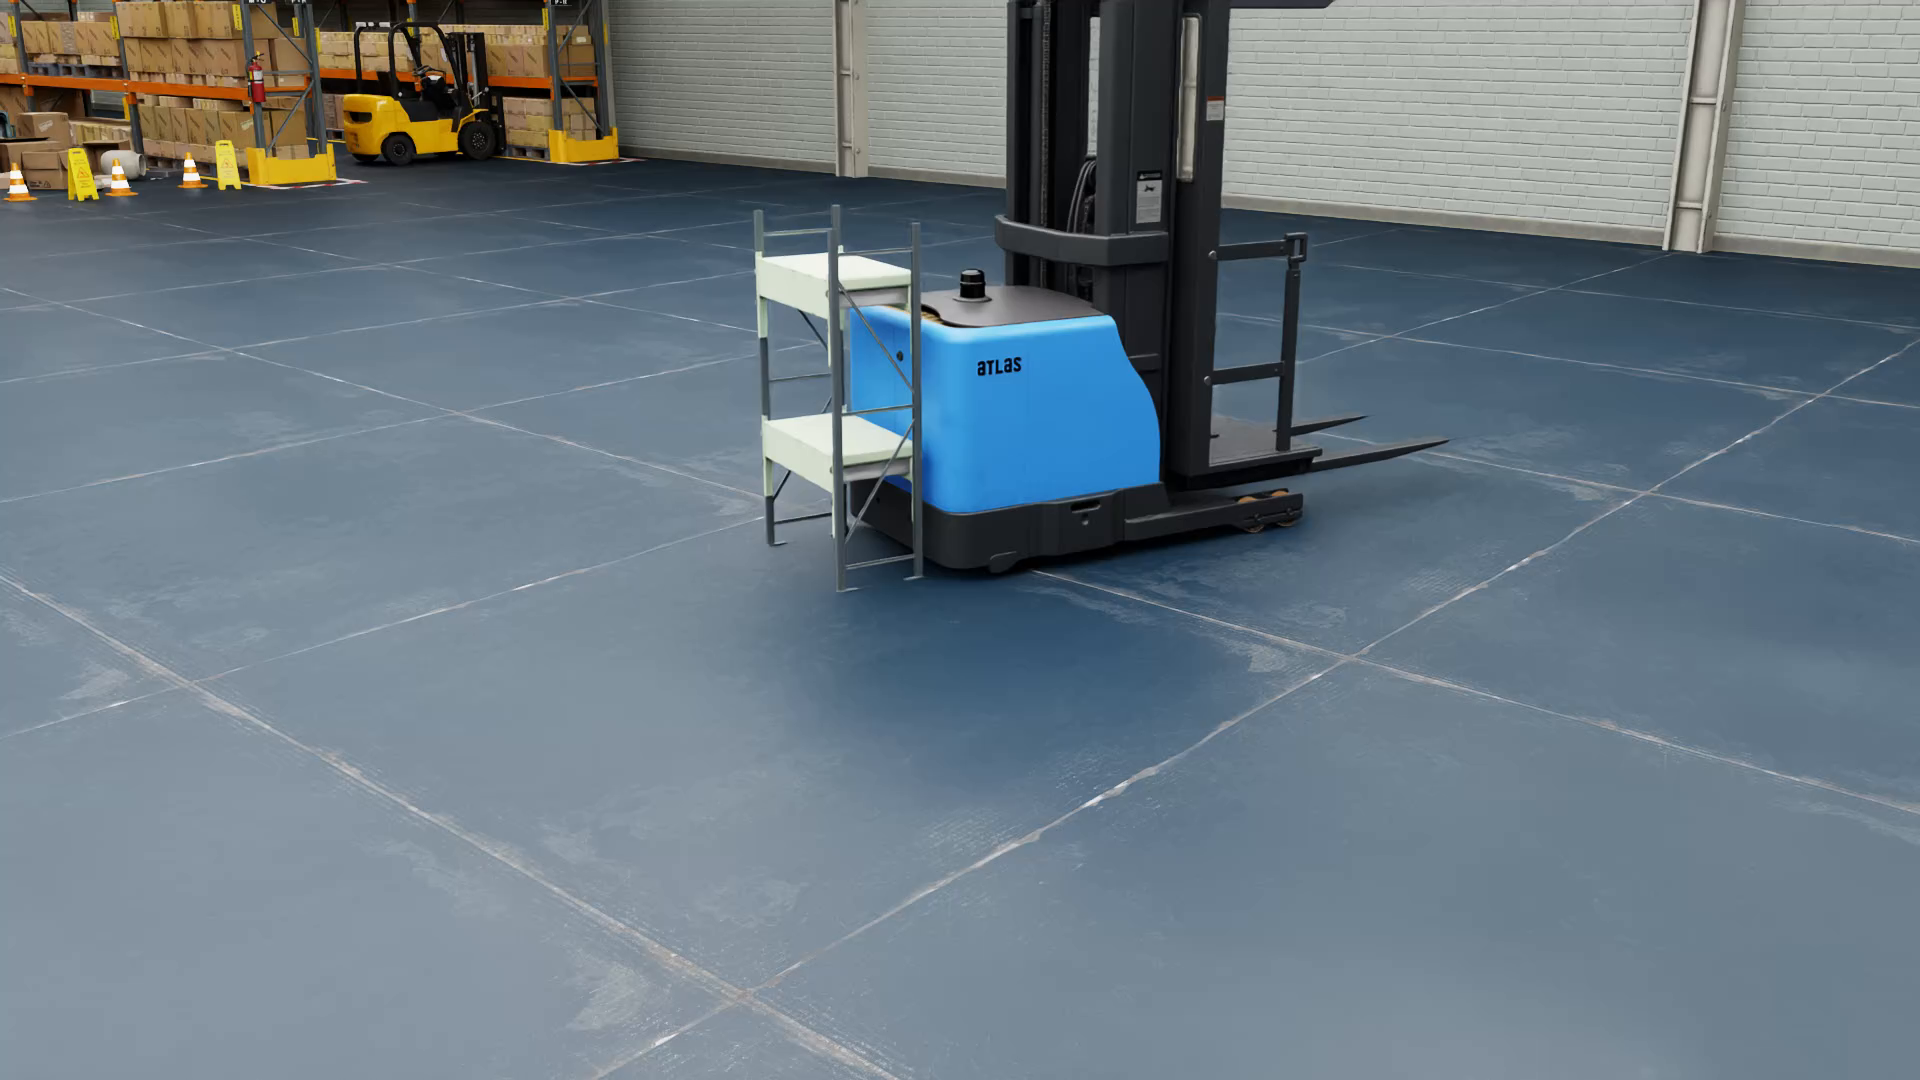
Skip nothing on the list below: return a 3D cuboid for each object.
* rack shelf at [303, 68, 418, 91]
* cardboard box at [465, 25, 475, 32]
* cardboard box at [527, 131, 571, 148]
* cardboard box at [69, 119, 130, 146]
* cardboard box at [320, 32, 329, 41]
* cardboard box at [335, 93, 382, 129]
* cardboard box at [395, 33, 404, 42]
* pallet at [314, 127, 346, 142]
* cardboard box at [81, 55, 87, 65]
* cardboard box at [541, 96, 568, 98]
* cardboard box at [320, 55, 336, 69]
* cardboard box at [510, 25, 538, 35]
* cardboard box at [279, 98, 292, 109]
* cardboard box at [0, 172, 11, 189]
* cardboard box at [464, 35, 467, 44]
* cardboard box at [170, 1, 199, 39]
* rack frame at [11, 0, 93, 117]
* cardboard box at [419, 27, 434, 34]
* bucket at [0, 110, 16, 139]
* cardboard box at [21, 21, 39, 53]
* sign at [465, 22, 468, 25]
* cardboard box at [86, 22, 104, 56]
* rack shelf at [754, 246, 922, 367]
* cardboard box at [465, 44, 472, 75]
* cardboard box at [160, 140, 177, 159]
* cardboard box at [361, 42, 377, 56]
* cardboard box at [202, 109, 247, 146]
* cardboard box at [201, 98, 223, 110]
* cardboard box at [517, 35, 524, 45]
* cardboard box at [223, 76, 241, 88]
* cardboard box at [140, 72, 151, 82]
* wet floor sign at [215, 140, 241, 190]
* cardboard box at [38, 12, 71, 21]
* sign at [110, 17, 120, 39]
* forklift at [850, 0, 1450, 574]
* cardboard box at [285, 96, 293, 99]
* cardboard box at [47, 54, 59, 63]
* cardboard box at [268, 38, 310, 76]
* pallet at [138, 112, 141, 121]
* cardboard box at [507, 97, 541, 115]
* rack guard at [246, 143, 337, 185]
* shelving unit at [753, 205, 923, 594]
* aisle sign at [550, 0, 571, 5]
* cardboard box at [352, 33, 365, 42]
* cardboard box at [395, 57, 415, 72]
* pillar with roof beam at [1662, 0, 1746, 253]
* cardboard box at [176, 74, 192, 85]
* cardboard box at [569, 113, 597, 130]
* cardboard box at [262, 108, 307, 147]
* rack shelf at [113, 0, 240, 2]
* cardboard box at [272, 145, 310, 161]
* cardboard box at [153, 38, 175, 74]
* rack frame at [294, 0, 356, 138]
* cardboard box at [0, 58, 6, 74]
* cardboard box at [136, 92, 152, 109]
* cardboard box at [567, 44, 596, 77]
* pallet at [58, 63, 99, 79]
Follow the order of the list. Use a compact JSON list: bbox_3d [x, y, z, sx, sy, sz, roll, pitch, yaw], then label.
[{"bbox_3d":[-10.635,-8.511,30.660,4.000,0.370,1.077,15,23,39],"label":"rack shelf"},{"bbox_3d":[-8.082,-8.579,27.956,0.250,0.149,0.380,15,23,39],"label":"cardboard box"},{"bbox_3d":[-6.709,-6.562,27.180,0.500,0.250,0.500,15,23,40],"label":"cardboard box"},{"bbox_3d":[-14.450,-6.817,27.784,0.625,0.372,0.950,14,23,38],"label":"cardboard box"},{"bbox_3d":[-11.678,-9.383,30.980,0.250,0.149,0.380,16,24,41],"label":"cardboard box"},{"bbox_3d":[-11.180,-8.066,31.300,0.625,0.625,0.875,16,24,41],"label":"cardboard box"},{"bbox_3d":[-9.747,-8.875,29.381,0.250,0.149,0.380,15,23,38],"label":"cardboard box"},{"bbox_3d":[-11.541,-7.752,31.690,1.213,0.211,1.003,15,23,39],"label":"pallet"},{"bbox_3d":[-13.753,-7.658,26.504,0.250,0.149,0.380,15,23,39],"label":"cardboard box"},{"bbox_3d":[-6.757,-7.254,27.709,0.500,0.250,0.500,15,23,39],"label":"cardboard box"},{"bbox_3d":[-11.588,-8.938,31.063,0.500,0.250,0.500,14,23,38],"label":"cardboard box"},{"bbox_3d":[-7.111,-8.328,27.164,0.250,0.149,0.380,15,23,40],"label":"cardboard box"},{"bbox_3d":[-12.957,-8.403,32.570,0.500,0.500,0.500,15,23,38],"label":"cardboard box"},{"bbox_3d":[-13.133,-4.957,22.791,0.396,0.266,0.258,-13,22,-36],"label":"cardboard box"},{"bbox_3d":[-8.137,-8.422,27.953,0.250,0.149,0.380,14,22,38],"label":"cardboard box"},{"bbox_3d":[-10.790,-7.427,23.746,0.500,0.500,0.700,15,23,39],"label":"cardboard box"},{"bbox_3d":[-15.423,-8.132,28.276,0.127,3.000,1.000,15,23,39],"label":"rack frame"},{"bbox_3d":[-9.098,-8.820,28.715,0.250,0.149,0.380,16,23,40],"label":"cardboard box"},{"bbox_3d":[-14.009,-5.847,23.975,0.726,0.611,0.620,-9,10,-27],"label":"bucket"},{"bbox_3d":[-15.240,-8.379,27.702,0.500,0.500,0.500,14,22,38],"label":"cardboard box"},{"bbox_3d":[-8.772,-9.029,29.540,0.005,0.325,0.100,15,23,39],"label":"sign"},{"bbox_3d":[-13.301,-7.858,26.063,0.500,0.500,0.500,15,23,40],"label":"cardboard box"},{"bbox_3d":[-0.518,-0.992,6.967,0.431,0.370,0.720,-10,20,-28],"label":"rack shelf"},{"bbox_3d":[-8.201,-8.150,28.167,0.500,0.500,0.500,15,23,39],"label":"cardboard box"},{"bbox_3d":[-11.762,-5.934,25.202,0.500,0.250,0.500,17,24,42],"label":"cardboard box"},{"bbox_3d":[-10.444,-8.866,30.009,0.500,0.250,0.500,16,23,40],"label":"cardboard box"},{"bbox_3d":[-10.604,-5.978,24.102,0.500,0.500,0.500,16,24,41],"label":"cardboard box"},{"bbox_3d":[-10.717,-6.293,24.022,0.250,0.149,0.380,16,23,40],"label":"cardboard box"},{"bbox_3d":[-6.957,-8.123,27.010,0.250,0.149,0.380,16,23,40],"label":"cardboard box"},{"bbox_3d":[-10.124,-6.458,23.418,0.250,0.149,0.380,15,23,39],"label":"cardboard box"},{"bbox_3d":[-12.185,-7.034,25.232,0.250,0.149,0.380,16,24,41],"label":"cardboard box"},{"bbox_3d":[-10.008,-5.123,22.688,0.267,0.644,0.232,-9,20,-27],"label":"wet floor sign"},{"bbox_3d":[-15.630,-8.810,28.596,0.500,0.500,0.500,14,22,37],"label":"cardboard box"},{"bbox_3d":[-12.797,-7.754,25.172,0.005,0.325,0.100,15,23,39],"label":"sign"},{"bbox_3d":[1.025,-1.559,7.678,3.031,2.935,1.130,-10,20,-28],"label":"forklift"},{"bbox_3d":[-12.893,-8.663,32.316,0.250,0.149,0.380,14,22,36],"label":"cardboard box"},{"bbox_3d":[-14.748,-7.915,27.315,0.250,0.149,0.380,15,23,40],"label":"cardboard box"},{"bbox_3d":[-9.610,-6.873,23.652,0.500,0.500,0.500,15,23,38],"label":"cardboard box"},{"bbox_3d":[-17.461,-9.357,36.748,1.213,0.211,1.003,15,23,39],"label":"pallet"},{"bbox_3d":[-7.085,-7.138,27.344,0.500,0.250,0.500,16,23,40],"label":"cardboard box"},{"bbox_3d":[-9.496,-5.349,23.641,0.348,0.500,1.175,15,23,39],"label":"rack guard"},{"bbox_3d":[-0.518,-0.620,7.085,0.431,1.500,0.755,-10,20,-28],"label":"shelving unit"},{"bbox_3d":[-6.293,-8.809,26.111,0.004,0.787,0.394,15,23,39],"label":"aisle sign"},{"bbox_3d":[-10.767,-9.113,30.130,0.250,0.149,0.380,14,23,38],"label":"cardboard box"},{"bbox_3d":[-9.690,-8.423,29.441,0.500,0.250,0.500,16,23,40],"label":"cardboard box"},{"bbox_3d":[4.535,-6.264,12.474,0.400,9.000,9.100,15,23,39],"label":"pillar with roof beam"},{"bbox_3d":[-11.251,-6.770,24.400,0.250,0.149,0.380,15,23,39],"label":"cardboard box"},{"bbox_3d":[-6.361,-6.918,27.478,0.500,0.250,0.500,16,23,40],"label":"cardboard box"},{"bbox_3d":[-9.877,-6.002,24.176,0.500,0.500,0.500,14,22,37],"label":"cardboard box"},{"bbox_3d":[-10.935,-8.014,24.135,4.000,0.370,1.077,15,23,39],"label":"rack shelf"},{"bbox_3d":[-9.859,-5.640,24.274,0.500,0.250,0.500,15,23,39],"label":"cardboard box"},{"bbox_3d":[-11.529,-7.167,24.580,0.500,0.500,0.500,15,23,39],"label":"cardboard box"},{"bbox_3d":[-12.131,-9.256,31.817,0.127,3.000,1.000,15,23,39],"label":"rack frame"},{"bbox_3d":[-16.366,-8.202,28.745,0.500,0.250,0.500,16,23,40],"label":"cardboard box"},{"bbox_3d":[-17.720,-9.728,36.738,0.637,0.503,0.797,14,22,37],"label":"cardboard box"},{"bbox_3d":[-6.334,-7.859,27.252,0.500,0.500,0.500,16,24,41],"label":"cardboard box"},{"bbox_3d":[-13.915,-7.652,27.082,1.213,0.211,1.003,15,23,39],"label":"pallet"}]
